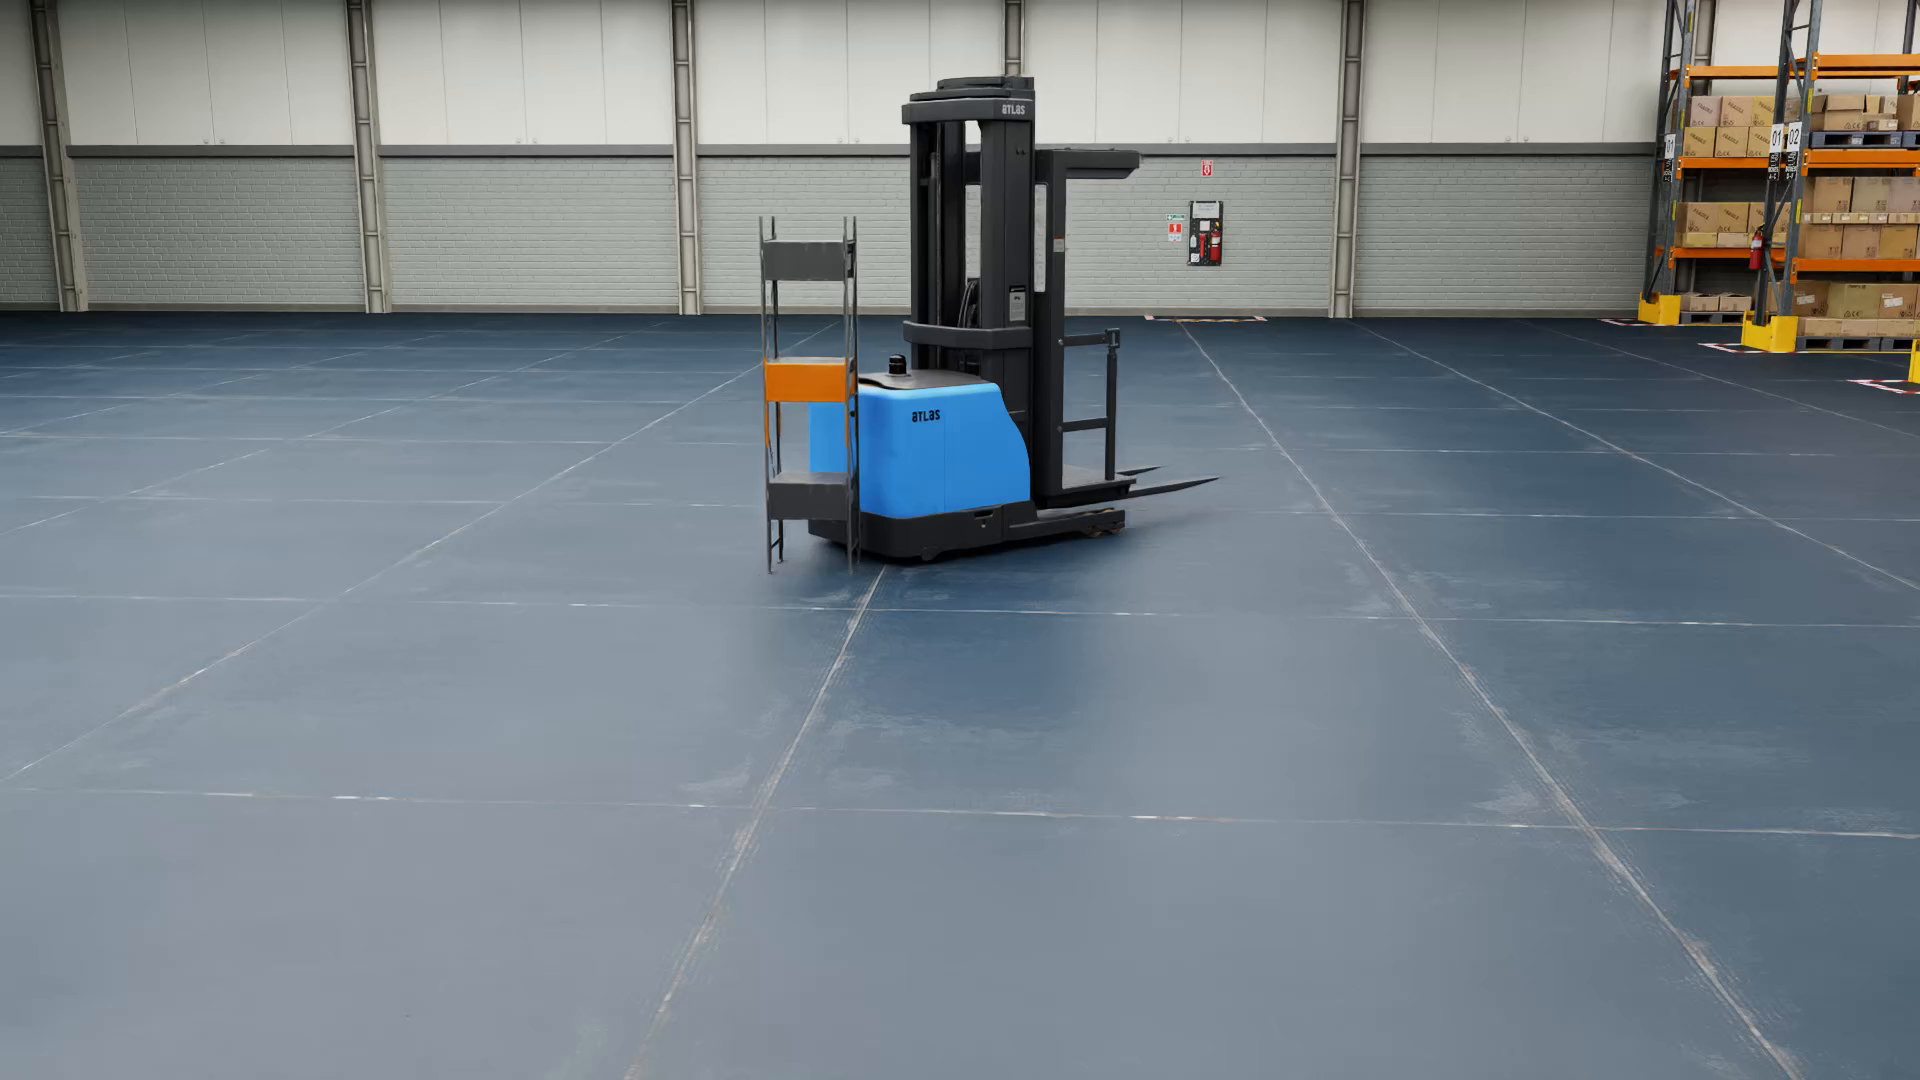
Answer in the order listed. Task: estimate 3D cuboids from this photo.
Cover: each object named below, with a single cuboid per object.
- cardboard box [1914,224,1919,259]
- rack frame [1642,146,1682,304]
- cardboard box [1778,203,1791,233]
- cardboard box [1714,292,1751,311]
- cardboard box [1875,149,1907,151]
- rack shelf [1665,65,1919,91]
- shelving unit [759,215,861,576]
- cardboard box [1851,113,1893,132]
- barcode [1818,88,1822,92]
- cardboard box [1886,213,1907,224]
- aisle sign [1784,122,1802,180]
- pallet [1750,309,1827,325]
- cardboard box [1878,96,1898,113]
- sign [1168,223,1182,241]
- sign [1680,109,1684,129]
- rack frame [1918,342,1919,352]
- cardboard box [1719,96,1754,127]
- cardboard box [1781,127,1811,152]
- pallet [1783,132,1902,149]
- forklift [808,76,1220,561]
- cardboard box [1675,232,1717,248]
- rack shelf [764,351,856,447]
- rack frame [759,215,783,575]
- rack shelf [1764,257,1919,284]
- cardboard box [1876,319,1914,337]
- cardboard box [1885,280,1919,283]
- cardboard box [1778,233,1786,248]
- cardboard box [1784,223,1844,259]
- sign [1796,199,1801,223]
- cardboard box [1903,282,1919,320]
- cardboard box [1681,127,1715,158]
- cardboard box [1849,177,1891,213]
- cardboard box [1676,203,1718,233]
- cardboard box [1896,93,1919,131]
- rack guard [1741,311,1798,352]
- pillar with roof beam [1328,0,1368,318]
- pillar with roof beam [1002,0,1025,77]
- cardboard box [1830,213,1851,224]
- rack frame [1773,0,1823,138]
[{"bbox_3d":[13.853,-4.297,23.888,0.500,0.500,0.700,1,12,5],"label":"cardboard box"},{"bbox_3d":[12.171,-5.289,28.877,0.127,3.000,1.000,1,12,4],"label":"rack frame"},{"bbox_3d":[14.150,-5.503,28.385,0.500,0.500,0.500,1,12,6],"label":"cardboard box"},{"bbox_3d":[13.424,-4.153,28.937,0.500,0.311,0.500,2,12,8],"label":"cardboard box"},{"bbox_3d":[15.639,-6.718,28.088,0.500,0.500,0.500,1,12,5],"label":"cardboard box"},{"bbox_3d":[14.166,-7.845,28.206,4.000,0.370,1.077,1,12,4],"label":"rack shelf"},{"bbox_3d":[-0.881,-0.856,9.883,0.503,2.100,0.431,1,12,5],"label":"shelving unit"},{"bbox_3d":[13.010,-5.984,23.872,0.500,0.250,0.500,1,12,4],"label":"cardboard box"},{"bbox_3d":[14.803,-7.740,28.625,0.075,0.075,0.001,1,12,4],"label":"barcode"},{"bbox_3d":[13.251,-4.581,23.661,0.250,0.149,0.380,0,12,2],"label":"cardboard box"},{"bbox_3d":[11.757,-5.488,23.478,0.004,0.787,0.394,1,12,4],"label":"aisle sign"},{"bbox_3d":[14.269,-3.888,28.988,1.213,0.211,1.003,1,12,4],"label":"pallet"},{"bbox_3d":[15.644,-7.202,27.962,0.500,0.500,0.500,0,12,-1],"label":"cardboard box"},{"bbox_3d":[3.932,-5.626,30.401,0.234,0.329,0.001,1,12,4],"label":"sign"},{"bbox_3d":[12.134,-7.074,27.951,0.005,0.325,0.100,1,12,4],"label":"sign"},{"bbox_3d":[11.508,-3.265,19.202,0.127,3.000,1.000,1,12,4],"label":"rack frame"},{"bbox_3d":[13.036,-7.234,28.111,0.500,0.500,0.500,1,12,3],"label":"cardboard box"},{"bbox_3d":[14.075,-6.737,28.178,0.500,0.500,0.500,2,12,7],"label":"cardboard box"},{"bbox_3d":[12.547,-5.687,23.670,1.213,0.211,1.003,1,12,4],"label":"pallet"},{"bbox_3d":[0.482,-1.526,11.054,3.031,2.935,1.130,-9,15,-38],"label":"forklift"},{"bbox_3d":[12.636,-5.154,28.549,0.500,0.250,0.500,0,12,2],"label":"cardboard box"},{"bbox_3d":[-0.881,-0.843,9.886,0.480,0.518,0.431,1,12,5],"label":"rack shelf"},{"bbox_3d":[-1.124,-0.861,9.904,0.015,2.100,0.400,1,12,5],"label":"rack frame"},{"bbox_3d":[13.839,-3.898,23.982,4.000,0.370,1.077,1,12,4],"label":"rack shelf"},{"bbox_3d":[13.361,-3.071,23.963,0.500,0.250,0.500,1,12,4],"label":"cardboard box"},{"bbox_3d":[13.896,-3.540,24.372,0.500,0.500,0.500,1,12,4],"label":"cardboard box"},{"bbox_3d":[14.167,-5.134,28.454,0.500,0.250,0.500,1,12,4],"label":"cardboard box"},{"bbox_3d":[12.308,-4.317,23.986,0.500,0.500,0.700,1,12,4],"label":"cardboard box"},{"bbox_3d":[11.800,-4.626,23.401,0.005,0.325,0.100,1,12,4],"label":"sign"},{"bbox_3d":[13.860,-3.430,23.848,0.500,0.500,0.500,1,12,4],"label":"cardboard box"},{"bbox_3d":[12.487,-6.761,28.292,0.500,0.500,0.500,1,12,5],"label":"cardboard box"},{"bbox_3d":[12.886,-4.945,23.821,0.500,0.500,0.700,0,12,2],"label":"cardboard box"},{"bbox_3d":[12.627,-5.525,28.489,0.500,0.500,0.500,1,12,4],"label":"cardboard box"},{"bbox_3d":[13.482,-5.990,23.289,0.500,0.500,0.500,1,12,4],"label":"cardboard box"},{"bbox_3d":[11.819,-3.054,24.297,0.348,0.500,1.175,1,12,4],"label":"rack guard"},{"bbox_3d":[6.652,-7.595,25.250,0.400,9.000,9.100,1,12,4],"label":"pillar with roof beam"},{"bbox_3d":[0.666,-7.678,25.643,0.400,9.000,9.100,1,12,4],"label":"pillar with roof beam"},{"bbox_3d":[12.484,-4.591,23.712,0.250,0.149,0.380,0,12,2],"label":"cardboard box"},{"bbox_3d":[11.843,-7.214,23.425,0.127,3.000,1.000,1,12,4],"label":"rack frame"}]
